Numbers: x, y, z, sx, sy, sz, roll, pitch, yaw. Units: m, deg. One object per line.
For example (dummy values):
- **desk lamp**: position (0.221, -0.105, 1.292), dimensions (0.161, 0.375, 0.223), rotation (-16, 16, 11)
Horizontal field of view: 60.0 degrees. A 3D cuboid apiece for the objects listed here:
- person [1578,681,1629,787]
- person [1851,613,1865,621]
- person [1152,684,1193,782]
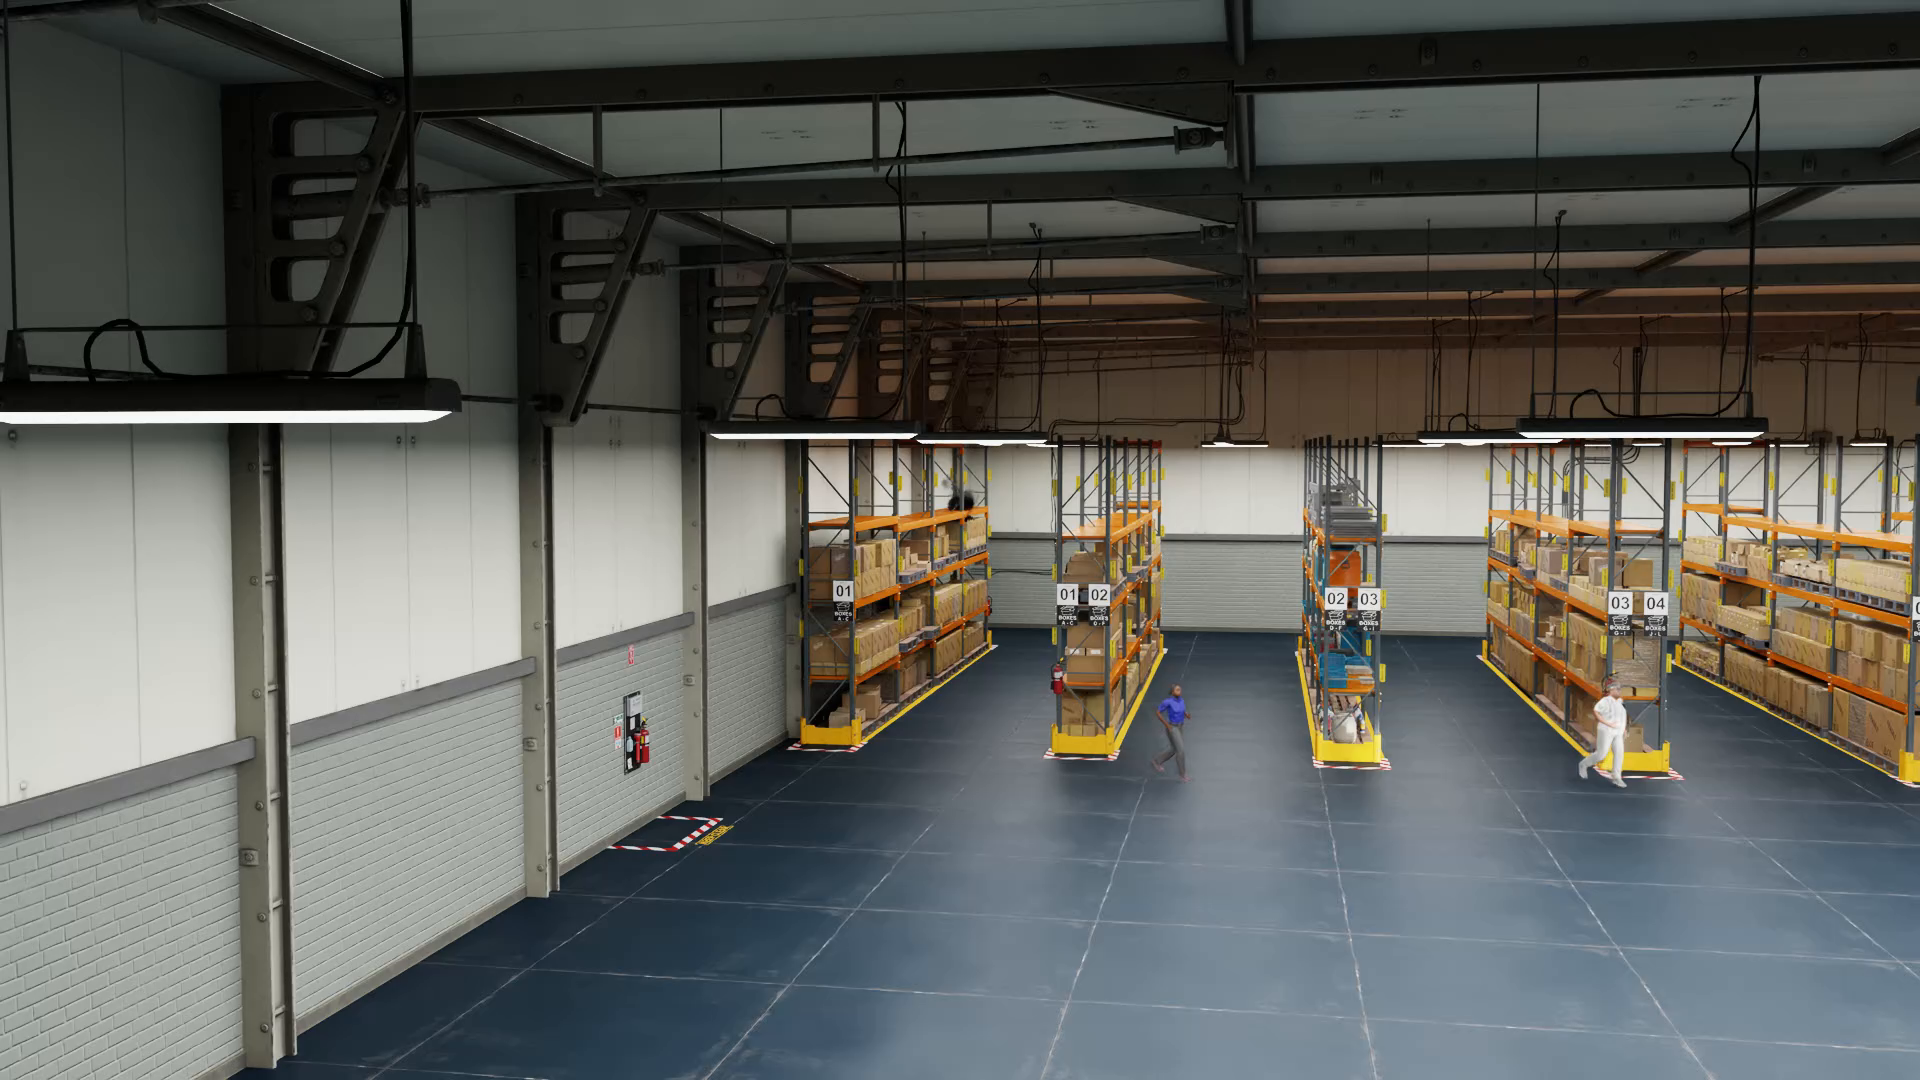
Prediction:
- **person**: position (11.192, 3.298, 28.542), dimensions (0.735, 1.744, 0.961), rotation (-1, 3, -25)
- **person**: position (24.360, 2.433, 45.078), dimensions (0.562, 1.720, 0.716), rotation (1, 3, 20)
- **person**: position (3.725, 3.331, 28.959), dimensions (0.870, 1.678, 0.566), rotation (3, 4, 42)
